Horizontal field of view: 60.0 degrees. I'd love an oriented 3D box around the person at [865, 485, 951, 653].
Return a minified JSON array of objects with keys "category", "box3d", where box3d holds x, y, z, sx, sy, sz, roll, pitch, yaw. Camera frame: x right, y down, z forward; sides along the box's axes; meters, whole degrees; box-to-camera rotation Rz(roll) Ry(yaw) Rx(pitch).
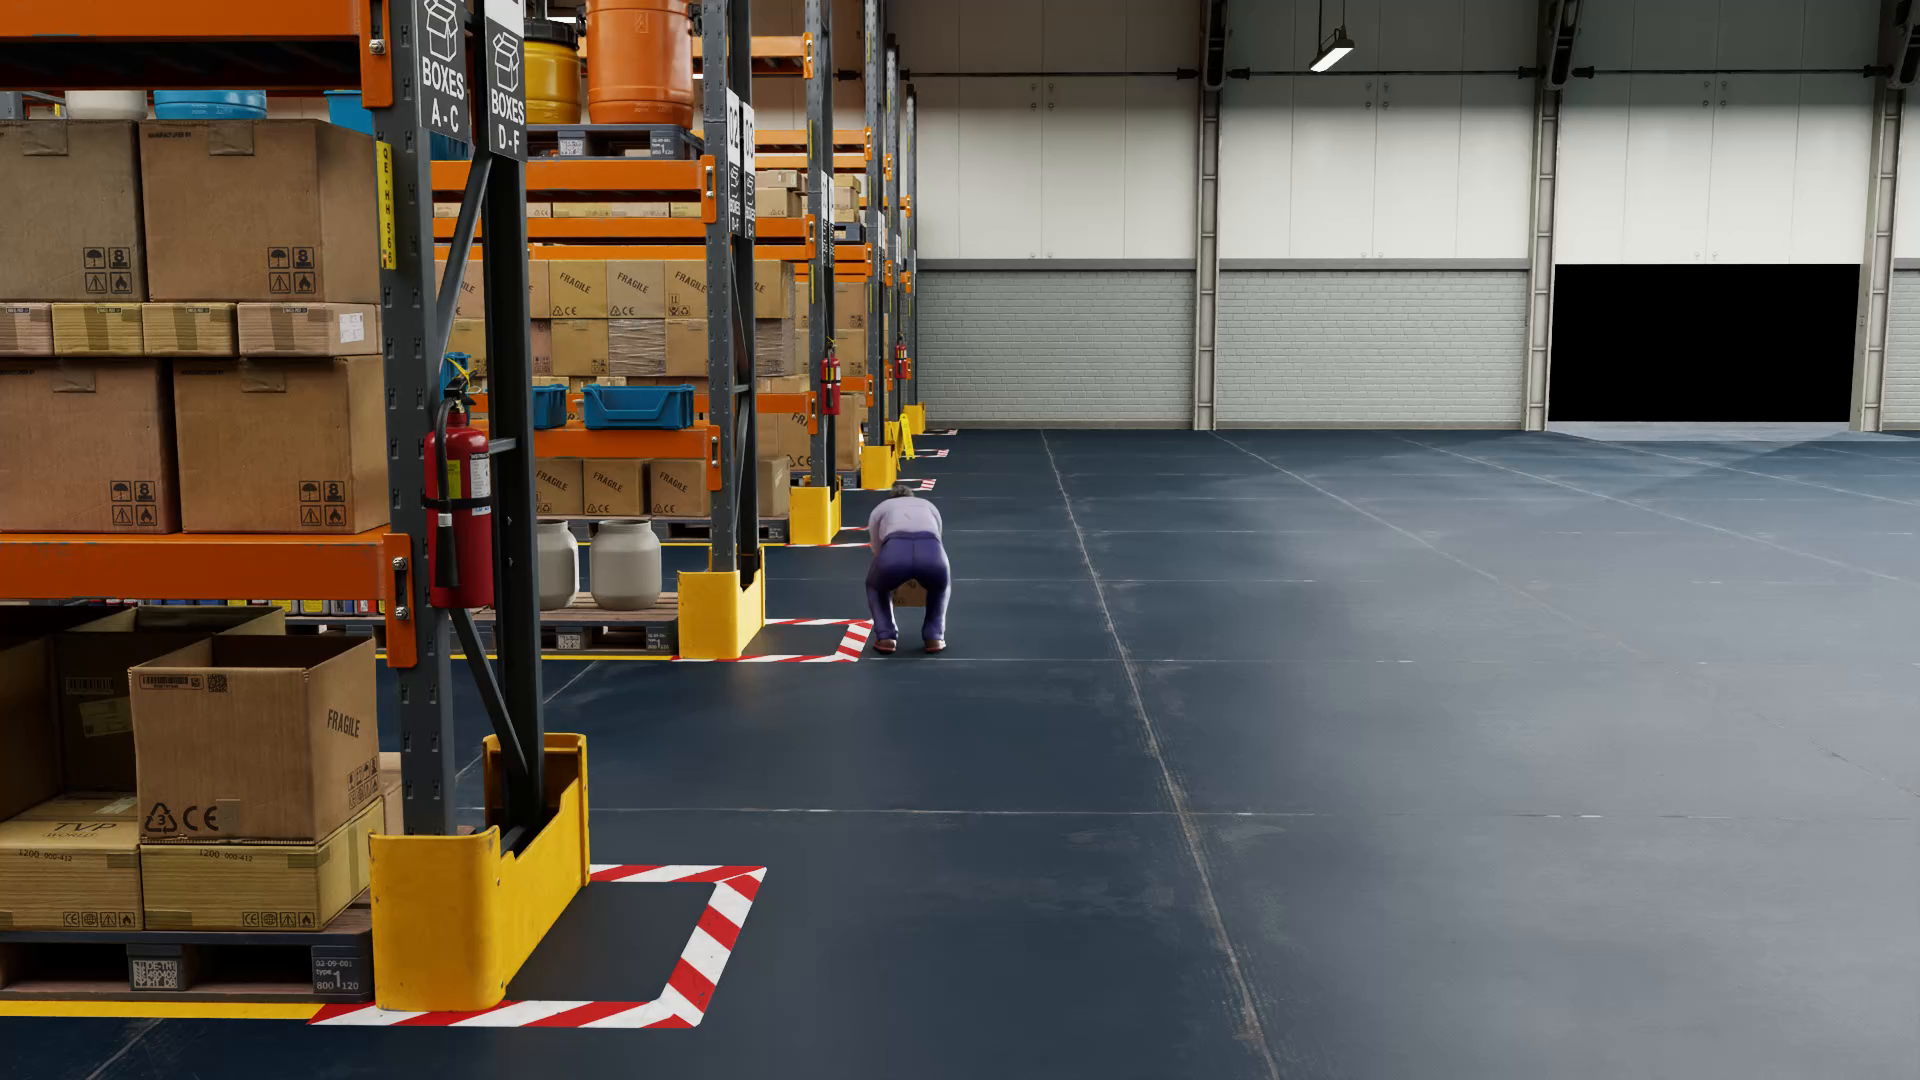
[{"category":"person","box3d":[-0.305,0.171,9.825,0.516,0.937,0.868,0,7,-4]}]
